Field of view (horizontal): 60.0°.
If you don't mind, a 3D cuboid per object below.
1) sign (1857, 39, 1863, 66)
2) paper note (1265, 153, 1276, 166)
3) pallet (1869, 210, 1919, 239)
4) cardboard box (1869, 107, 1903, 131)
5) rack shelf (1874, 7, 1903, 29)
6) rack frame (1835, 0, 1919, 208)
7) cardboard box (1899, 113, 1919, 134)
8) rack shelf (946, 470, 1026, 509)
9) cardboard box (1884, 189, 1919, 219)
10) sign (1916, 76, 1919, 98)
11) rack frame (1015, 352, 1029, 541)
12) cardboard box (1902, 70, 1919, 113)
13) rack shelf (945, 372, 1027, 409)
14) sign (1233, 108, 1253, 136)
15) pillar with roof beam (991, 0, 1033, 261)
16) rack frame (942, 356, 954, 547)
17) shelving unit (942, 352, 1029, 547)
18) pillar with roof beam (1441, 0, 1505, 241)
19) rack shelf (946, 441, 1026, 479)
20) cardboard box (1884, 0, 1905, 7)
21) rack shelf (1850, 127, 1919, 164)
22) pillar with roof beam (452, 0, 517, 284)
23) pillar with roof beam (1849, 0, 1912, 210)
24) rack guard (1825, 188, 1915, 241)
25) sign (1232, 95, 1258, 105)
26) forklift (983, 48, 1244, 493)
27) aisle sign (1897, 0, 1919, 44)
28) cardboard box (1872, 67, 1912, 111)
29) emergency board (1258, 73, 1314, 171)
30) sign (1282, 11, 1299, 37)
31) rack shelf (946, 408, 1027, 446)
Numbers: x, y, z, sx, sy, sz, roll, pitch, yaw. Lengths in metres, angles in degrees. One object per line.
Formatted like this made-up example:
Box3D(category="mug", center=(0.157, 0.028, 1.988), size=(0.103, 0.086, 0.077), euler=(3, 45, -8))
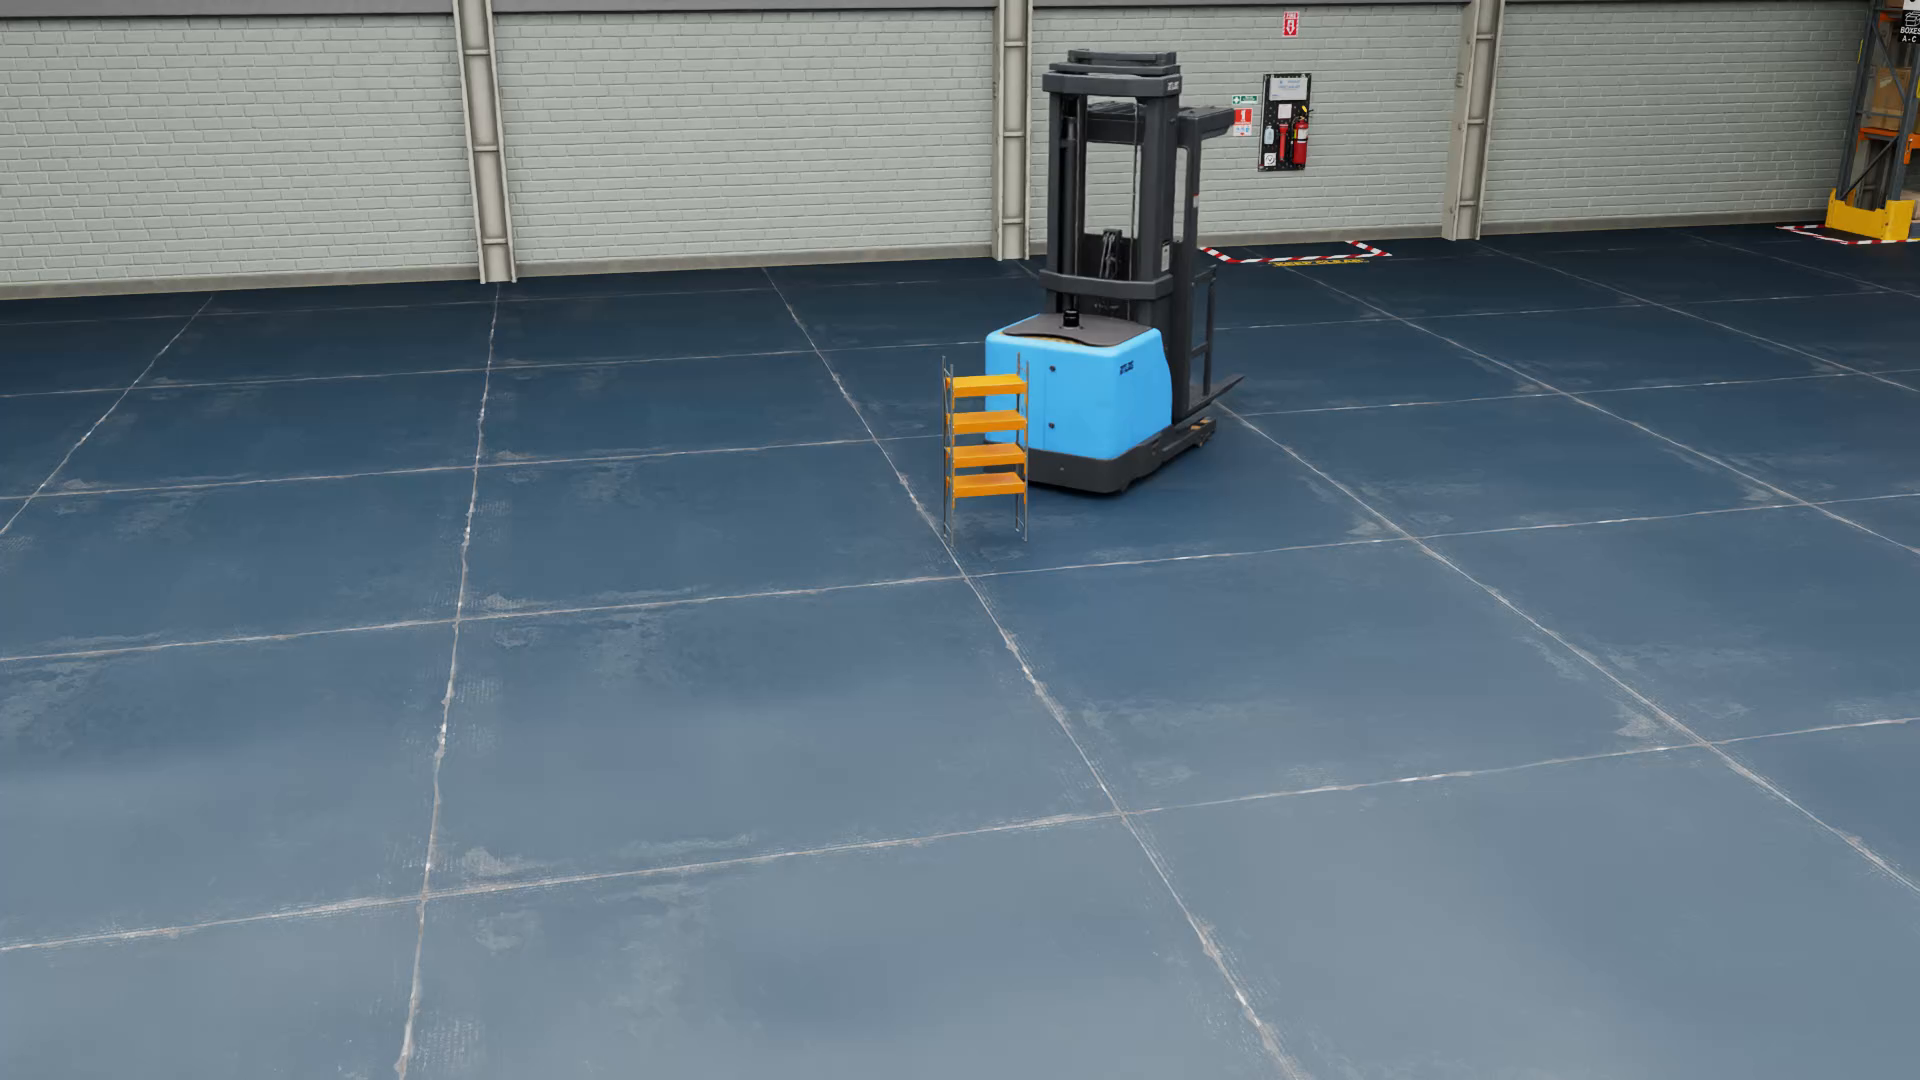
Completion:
Box3D(category="sign", center=(11.697, -6.315, 21.549), size=(0.005, 0.325, 0.100), euler=(-5, 21, -12))
Box3D(category="paper note", center=(3.847, -4.718, 20.614), size=(0.142, 0.148, 0.016), euler=(-5, 21, -12))
Box3D(category="pallet", center=(12.678, -4.184, 21.930), size=(1.213, 0.211, 1.003), euler=(-5, 21, -12))
Box3D(category="cardboard box", center=(12.216, -5.476, 21.592), size=(0.500, 0.250, 0.500), euler=(-4, 21, -12))
Box3D(category="rack shelf", center=(13.752, -6.664, 21.331), size=(4.000, 0.370, 1.077), euler=(-5, 21, -12))
Box3D(category="rack frame", center=(11.805, -5.435, 21.291), size=(0.127, 3.000, 1.000), euler=(-5, 21, -12))
Box3D(category="cardboard box", center=(12.353, -5.306, 21.129), size=(0.500, 0.250, 0.500), euler=(-5, 21, -14))
Box3D(category="rack shelf", center=(0.161, -0.327, 10.735), size=(0.480, 0.148, 0.258), euler=(-5, 21, -12))
Box3D(category="cardboard box", center=(12.499, -4.404, 21.745), size=(0.500, 0.311, 0.500), euler=(-7, 21, -19))
Box3D(category="sign", center=(11.930, -5.660, 20.646), size=(0.005, 0.325, 0.100), euler=(-5, 21, -12))
Box3D(category="rack frame", center=(0.399, -0.596, 10.697), size=(0.015, 1.200, 0.240), euler=(-5, 21, -12))
Box3D(category="cardboard box", center=(12.339, -5.663, 21.013), size=(0.500, 0.500, 0.500), euler=(-5, 21, -12))
Box3D(category="rack shelf", center=(0.161, -0.945, 10.509), size=(0.480, 0.148, 0.258), euler=(-5, 21, -12))
Box3D(category="sign", center=(3.473, -5.130, 20.406), size=(0.234, 0.329, 0.001), euler=(-5, 21, -12))
Box3D(category="pillar with roof beam", center=(1.600, -6.206, 14.674), size=(0.400, 9.000, 9.100), euler=(-5, 21, -12))
Box3D(category="rack frame", center=(-0.076, -0.557, 10.591), size=(0.015, 1.200, 0.240), euler=(-5, 21, -12))
Box3D(category="shelving unit", center=(0.161, -0.577, 10.644), size=(0.503, 1.200, 0.258), euler=(-5, 21, -12))
Box3D(category="pillar with roof beam", center=(7.439, -6.681, 15.971), size=(0.400, 9.000, 9.100), euler=(-5, 21, -12))
Box3D(category="rack shelf", center=(0.161, -0.513, 10.667), size=(0.480, 0.148, 0.258), euler=(-5, 21, -12))
Box3D(category="cardboard box", center=(12.153, -7.018, 21.076), size=(0.500, 0.500, 0.500), euler=(-3, 20, -9))
Box3D(category="rack shelf", center=(13.752, -5.256, 21.847), size=(4.000, 0.370, 1.077), euler=(-5, 21, -12))
Box3D(category="pillar with roof beam", center=(-4.239, -5.731, 13.378), size=(0.400, 9.000, 9.100), euler=(-5, 21, -12))
Box3D(category="pillar with roof beam", center=(13.278, -7.156, 17.267), size=(0.400, 9.000, 9.100), euler=(-5, 21, -12))
Box3D(category="rack guard", center=(11.879, -4.267, 21.737), size=(0.348, 0.500, 1.175), euler=(-5, 21, -12))
Box3D(category="sign", center=(3.479, -5.376, 20.308), size=(0.331, 0.109, 0.001), euler=(-5, 21, -12))
Box3D(category="forklift", center=(1.339, -2.162, 12.455), size=(1.130, 2.935, 3.031), euler=(11, 23, 28))
Box3D(category="aisle sign", center=(11.804, -6.550, 20.554), size=(0.004, 0.787, 0.394), euler=(-5, 21, -12))
Box3D(category="cardboard box", center=(12.215, -5.835, 21.481), size=(0.500, 0.500, 0.500), euler=(-5, 21, -13))
Box3D(category="emergency board", center=(4.035, -5.122, 20.437), size=(0.643, 1.169, 0.194), euler=(-5, 21, -12))
Box3D(category="sign", center=(4.004, -6.244, 20.128), size=(0.199, 0.298, 0.001), euler=(-5, 21, -12))
Box3D(category="rack shelf", center=(0.161, -0.723, 10.590), size=(0.480, 0.148, 0.258), euler=(-5, 21, -12))
